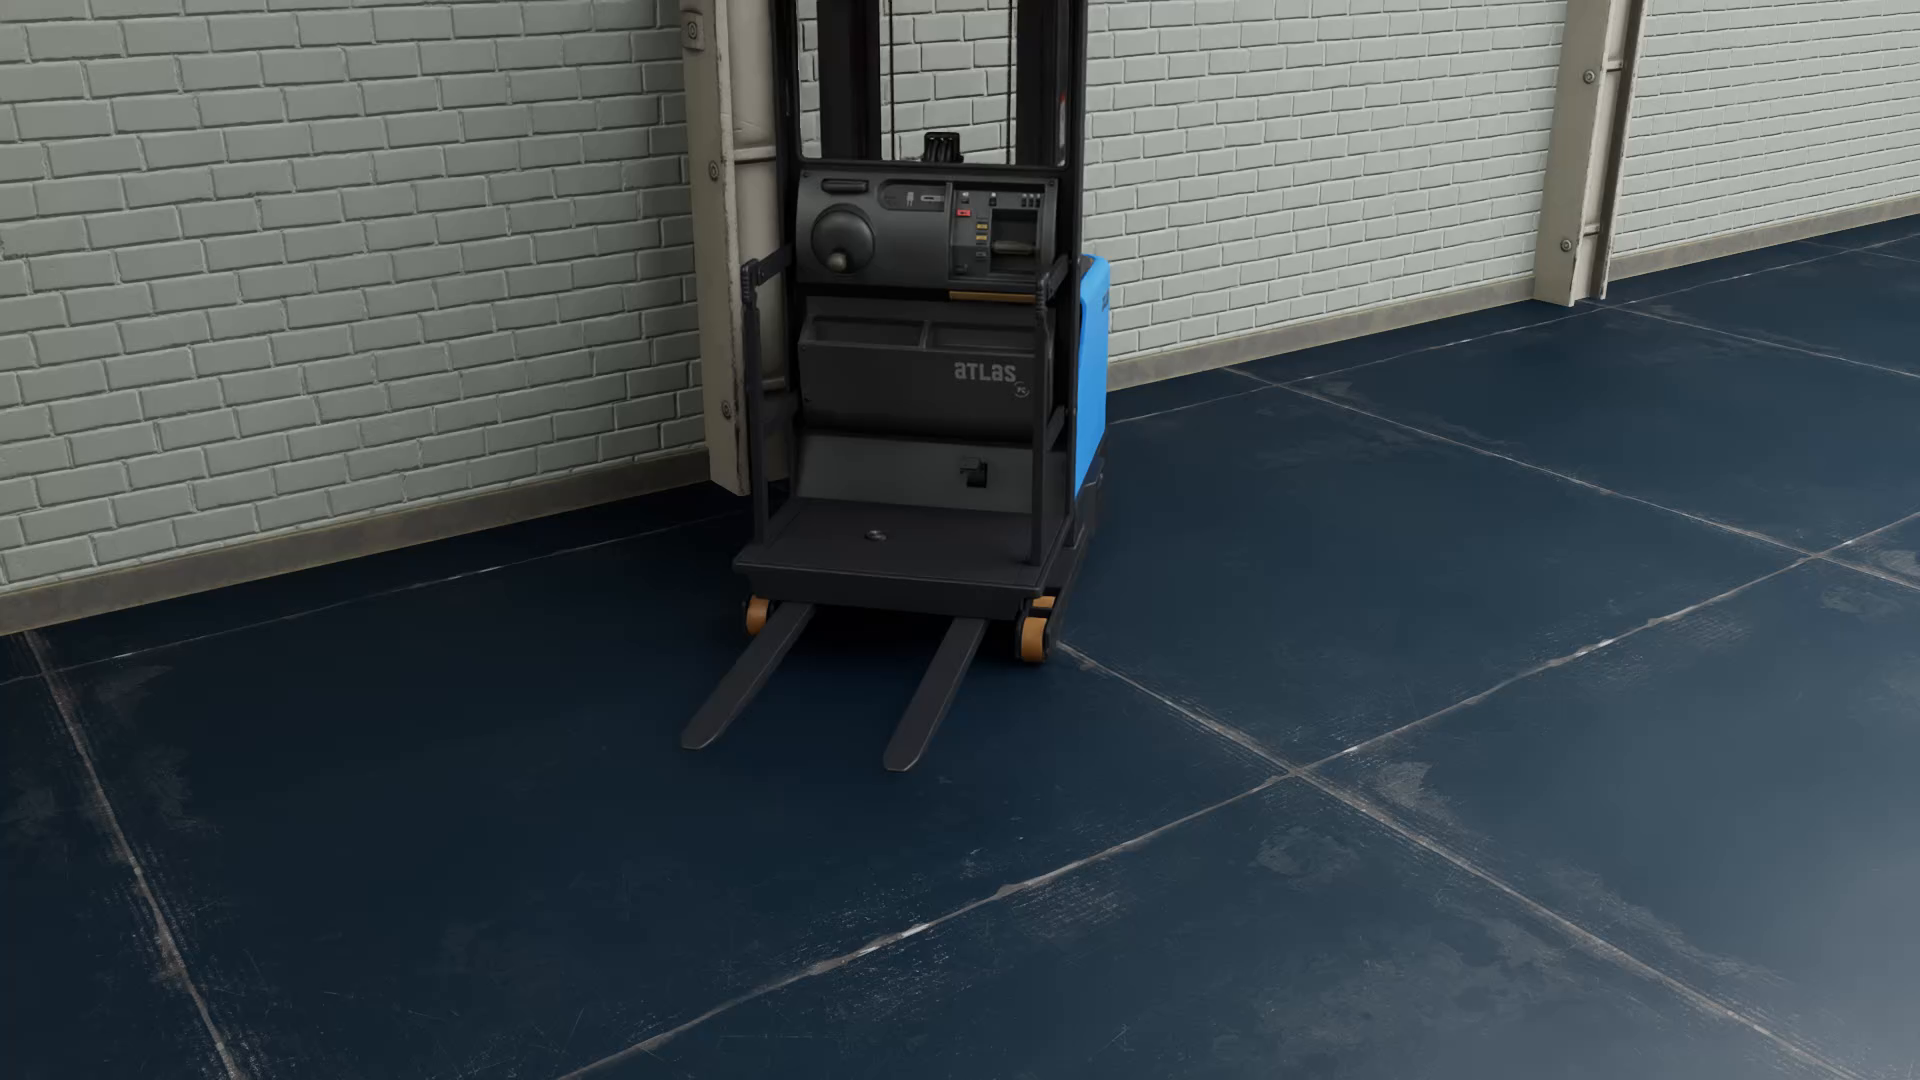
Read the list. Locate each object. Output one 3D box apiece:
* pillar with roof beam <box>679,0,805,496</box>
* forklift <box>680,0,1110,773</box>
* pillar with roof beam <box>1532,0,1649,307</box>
[{"bbox_3d":[1.608,-3.167,2.691,0.400,9.000,9.100,-15,26,-33],"label":"pillar with roof beam"},{"bbox_3d":[-0.163,-1.079,5.647,1.130,2.935,3.031,5,22,11],"label":"forklift"},{"bbox_3d":[6.478,-4.466,5.946,0.400,9.000,9.100,-15,26,-33],"label":"pillar with roof beam"}]
